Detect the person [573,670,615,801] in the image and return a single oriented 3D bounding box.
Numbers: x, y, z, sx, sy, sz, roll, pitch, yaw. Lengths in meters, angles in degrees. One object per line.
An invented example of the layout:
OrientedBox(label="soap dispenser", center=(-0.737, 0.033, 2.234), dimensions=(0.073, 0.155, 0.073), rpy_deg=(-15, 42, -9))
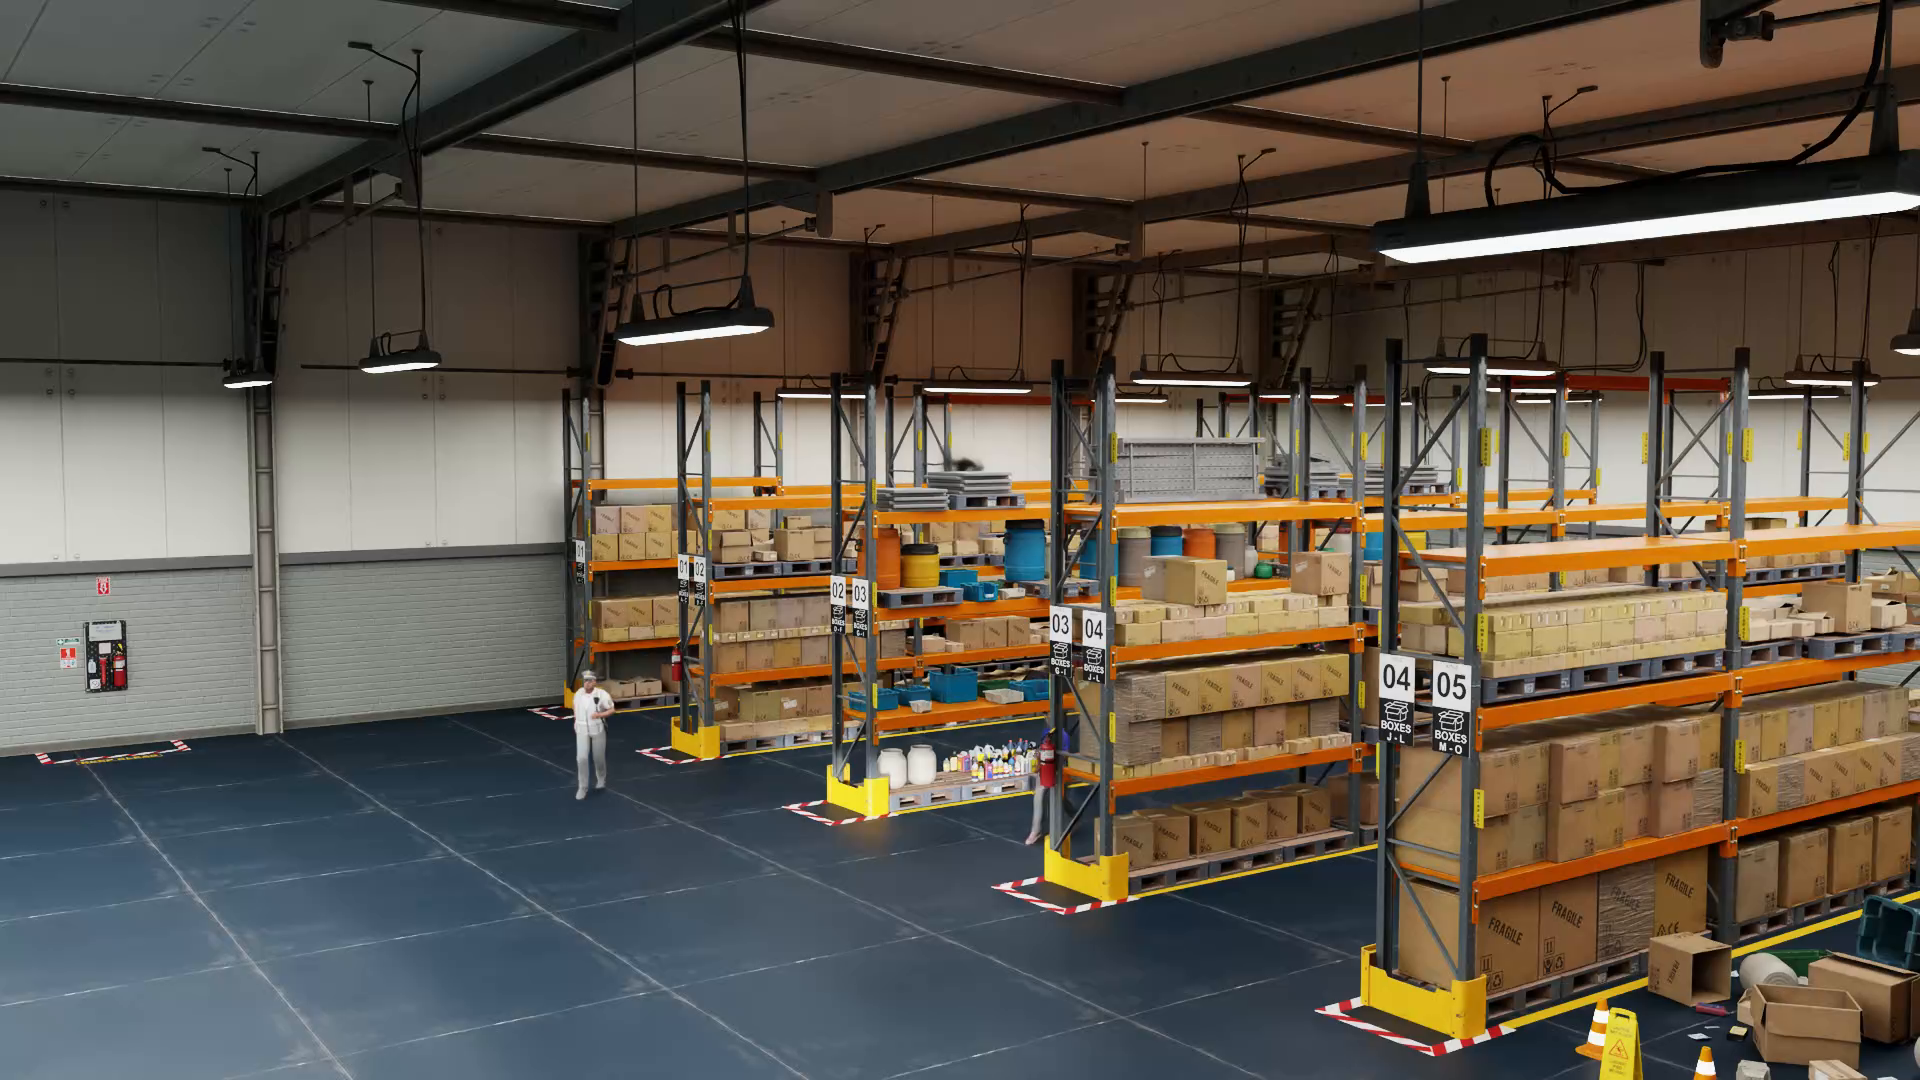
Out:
OrientedBox(label="person", center=(-5.228, 2.755, 23.697), dimensions=(0.642, 1.837, 0.800), rpy_deg=(0, 4, -2))

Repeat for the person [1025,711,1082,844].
OrientedBox(label="person", center=(1.174, 2.966, 21.071), dimensions=(0.580, 1.667, 0.893), rpy_deg=(4, 5, 44))
